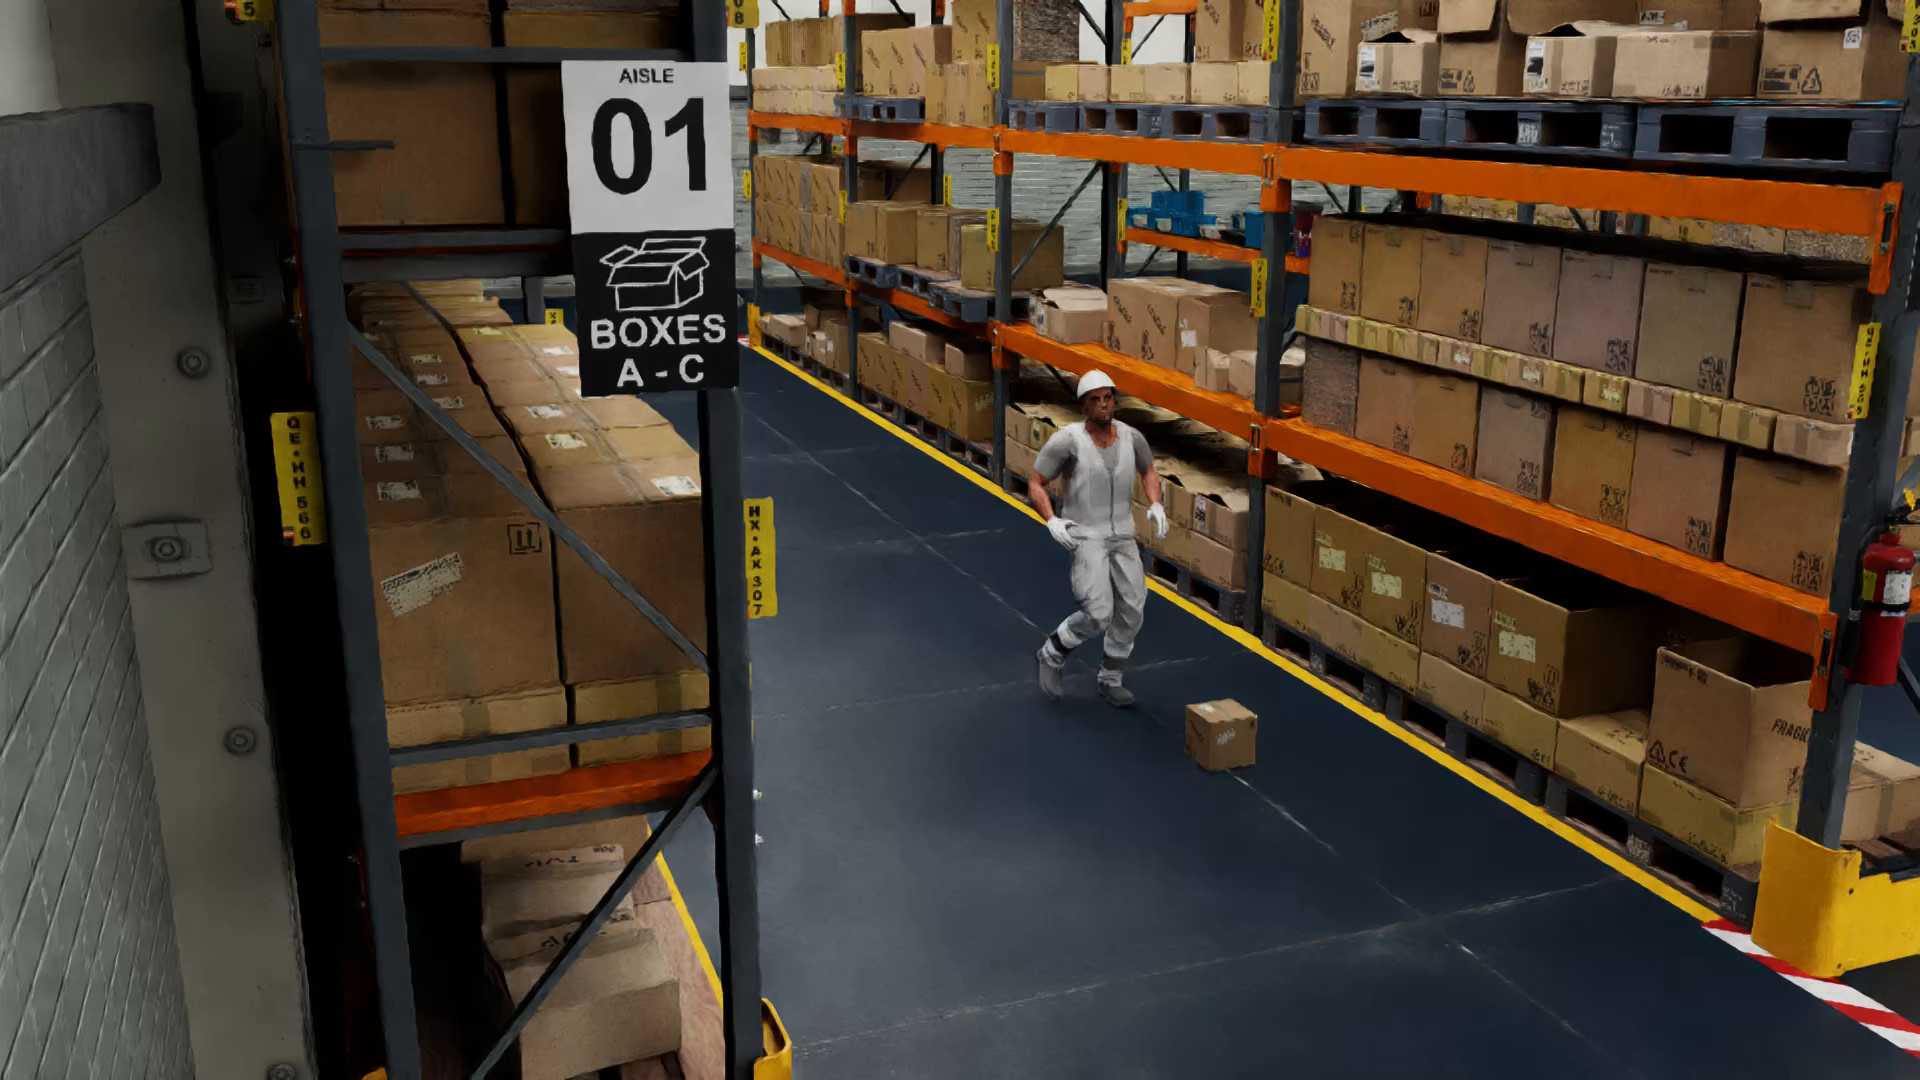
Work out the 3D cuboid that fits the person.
[{"bbox_3d":[0.758,0.001,8.543,0.724,1.749,0.485,-9,18,-29],"label":"person"}]
